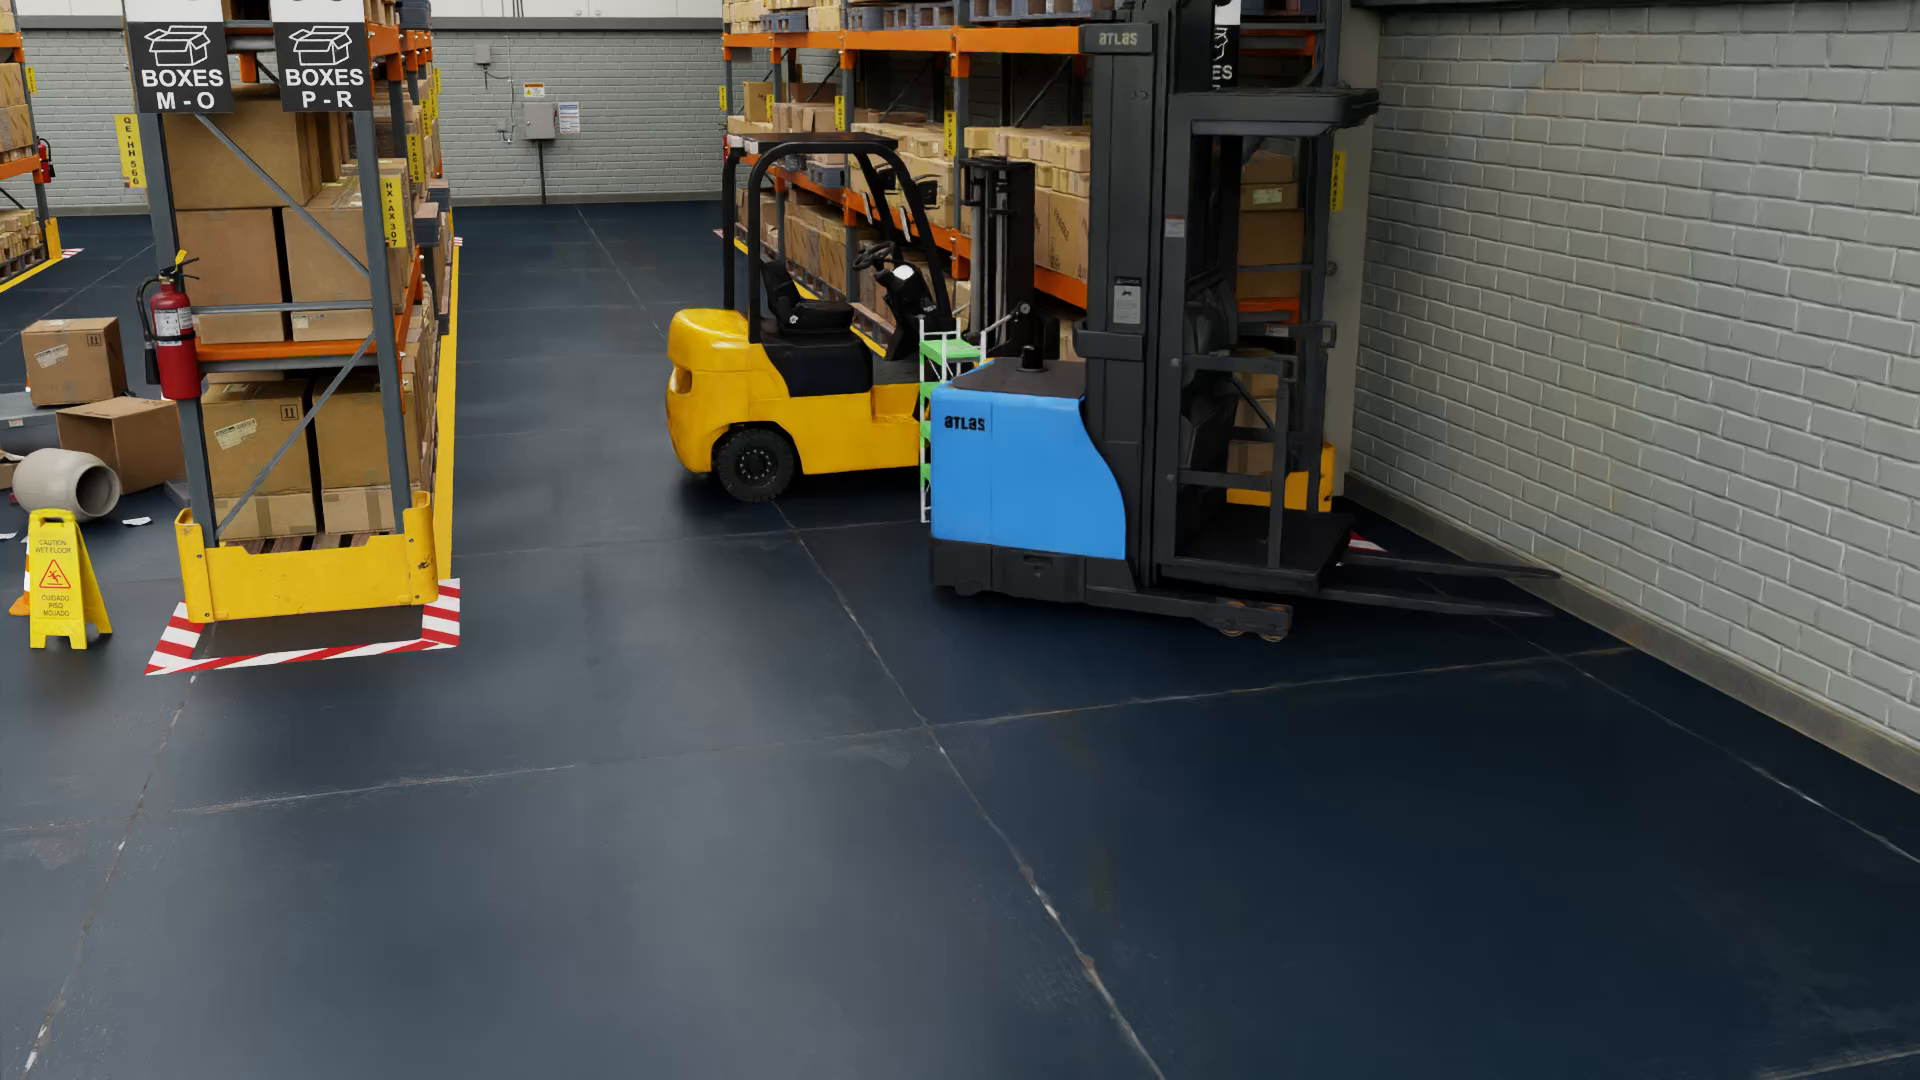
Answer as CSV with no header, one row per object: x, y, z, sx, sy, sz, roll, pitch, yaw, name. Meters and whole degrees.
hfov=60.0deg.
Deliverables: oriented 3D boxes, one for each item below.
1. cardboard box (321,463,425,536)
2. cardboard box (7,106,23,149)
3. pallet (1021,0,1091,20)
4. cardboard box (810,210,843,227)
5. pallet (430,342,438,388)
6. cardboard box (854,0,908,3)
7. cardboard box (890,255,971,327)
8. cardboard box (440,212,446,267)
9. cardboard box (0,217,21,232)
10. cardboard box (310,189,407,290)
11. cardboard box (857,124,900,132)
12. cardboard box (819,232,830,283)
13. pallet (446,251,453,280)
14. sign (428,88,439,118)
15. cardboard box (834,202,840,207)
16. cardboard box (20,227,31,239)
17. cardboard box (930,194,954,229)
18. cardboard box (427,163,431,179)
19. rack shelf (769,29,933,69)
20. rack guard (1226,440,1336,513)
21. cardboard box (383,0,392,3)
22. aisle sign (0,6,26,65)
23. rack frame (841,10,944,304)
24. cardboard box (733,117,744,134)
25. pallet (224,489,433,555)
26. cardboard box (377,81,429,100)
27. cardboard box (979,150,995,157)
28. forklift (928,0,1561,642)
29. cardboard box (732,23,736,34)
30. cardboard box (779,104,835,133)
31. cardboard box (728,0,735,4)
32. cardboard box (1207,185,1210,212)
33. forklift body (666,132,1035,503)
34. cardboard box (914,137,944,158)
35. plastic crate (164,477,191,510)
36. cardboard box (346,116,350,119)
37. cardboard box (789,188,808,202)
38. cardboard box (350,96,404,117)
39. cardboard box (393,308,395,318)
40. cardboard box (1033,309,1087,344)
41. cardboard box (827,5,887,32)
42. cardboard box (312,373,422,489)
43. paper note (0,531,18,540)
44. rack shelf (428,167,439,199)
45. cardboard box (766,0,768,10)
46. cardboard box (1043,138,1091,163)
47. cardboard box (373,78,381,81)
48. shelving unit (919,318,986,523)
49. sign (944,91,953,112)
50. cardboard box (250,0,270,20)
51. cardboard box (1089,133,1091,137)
-3.181,-0.229,9.049,0.500,0.250,0.500,-5,17,-16,cardboard box
-11.846,-5.049,20.357,0.500,0.500,0.500,-5,17,-16,cardboard box
1.038,-3.423,10.572,1.003,0.211,1.213,-5,17,-15,pallet
-1.490,-3.650,18.877,0.380,0.149,0.250,-4,17,-13,cardboard box
-4.879,-1.424,13.824,1.003,0.211,1.213,-5,17,-15,pallet
-0.687,-5.219,15.323,0.500,0.500,0.500,-5,17,-15,cardboard box
-0.122,-2.230,15.058,0.875,0.625,0.625,-5,18,-18,cardboard box
-6.276,-3.437,18.643,0.875,0.875,0.875,-4,17,-14,cardboard box
-11.620,-3.818,20.139,0.380,0.149,0.250,-4,17,-13,cardboard box
-3.234,-1.586,8.826,0.500,0.500,0.500,-4,17,-14,cardboard box
-0.773,-3.879,15.850,0.380,0.149,0.250,-4,17,-14,cardboard box
-1.249,-3.093,18.151,0.500,0.500,0.500,-4,17,-13,cardboard box
-6.657,-3.300,20.070,1.003,0.211,1.213,-5,17,-15,pallet
-6.004,-4.981,18.945,0.100,0.325,0.005,-5,17,-15,sign
-1.296,-3.975,19.960,0.380,0.149,0.250,-5,17,-15,cardboard box
-11.790,-3.817,20.653,0.380,0.149,0.250,-5,18,-18,cardboard box
0.057,-2.646,13.308,0.500,0.250,0.500,-4,17,-14,cardboard box
-5.613,-3.682,16.756,0.500,0.250,0.500,-4,17,-13,cardboard box
-1.202,-5.351,18.088,1.077,0.370,4.000,-5,17,-15,rack shelf
1.553,-0.289,9.545,1.175,0.500,0.348,-5,17,-15,rack guard
-3.805,-3.472,10.328,0.500,0.250,0.500,-5,17,-16,cardboard box
-12.086,-6.395,21.008,0.394,0.787,0.004,-5,17,-15,aisle sign
-0.652,-3.706,16.574,1.000,3.000,0.127,-5,17,-15,rack frame
-2.846,-5.703,22.967,0.500,0.250,0.500,-5,17,-15,cardboard box
-3.435,-0.012,9.126,1.003,0.211,1.213,-5,17,-15,pallet
-6.010,-4.699,17.970,0.500,0.500,0.500,-4,17,-14,cardboard box
0.354,-2.777,12.183,0.380,0.149,0.250,-4,17,-14,cardboard box
1.407,-1.097,8.008,3.031,2.935,1.130,7,18,21,forklift
-2.866,-6.908,22.459,0.380,0.149,0.250,-4,17,-14,cardboard box
-1.691,-4.766,19.202,0.700,0.500,0.500,-5,17,-15,cardboard box
-2.849,-7.380,22.469,0.500,0.250,0.500,-5,17,-16,cardboard box
1.182,-1.925,9.345,0.380,0.149,0.250,-4,17,-14,cardboard box
-0.729,-1.467,10.596,2.313,2.155,1.214,-5,17,-15,forklift body
-0.165,-3.239,13.719,0.380,0.149,0.250,-5,18,-17,cardboard box
-4.682,-0.308,10.340,0.402,0.080,0.583,-12,20,-34,plastic crate
-4.946,-2.987,12.762,0.500,0.500,0.500,-4,17,-13,cardboard box
-1.851,-4.154,20.037,0.380,0.149,0.250,-5,17,-16,cardboard box
-4.511,-3.358,12.870,0.380,0.149,0.250,-4,17,-12,cardboard box
-3.198,-1.238,8.796,0.380,0.149,0.250,-5,18,-17,cardboard box
0.694,-1.379,11.140,0.500,0.250,0.500,-5,17,-16,cardboard box
-1.027,-5.193,16.573,0.500,0.250,0.500,-5,18,-17,cardboard box
-3.188,-0.594,8.962,0.500,0.500,0.500,-5,18,-17,cardboard box
-5.488,-0.023,9.495,0.148,0.019,0.142,1,17,4,paper note
-5.973,-3.521,17.210,1.077,0.370,4.000,-5,17,-15,rack shelf
-2.052,-6.263,19.408,0.380,0.149,0.250,-4,17,-14,cardboard box
0.765,-2.571,10.979,0.380,0.149,0.250,-5,17,-15,cardboard box
-6.918,-5.054,19.152,0.500,0.500,0.500,-5,17,-16,cardboard box
-0.046,-0.620,9.432,0.258,1.200,0.503,-5,17,-15,shelving unit
-0.120,-4.305,16.557,0.100,0.325,0.005,-5,17,-15,sign
-3.738,-2.710,8.482,0.380,0.149,0.250,-5,17,-15,cardboard box
1.121,-2.753,11.586,0.380,0.149,0.250,-5,17,-16,cardboard box
